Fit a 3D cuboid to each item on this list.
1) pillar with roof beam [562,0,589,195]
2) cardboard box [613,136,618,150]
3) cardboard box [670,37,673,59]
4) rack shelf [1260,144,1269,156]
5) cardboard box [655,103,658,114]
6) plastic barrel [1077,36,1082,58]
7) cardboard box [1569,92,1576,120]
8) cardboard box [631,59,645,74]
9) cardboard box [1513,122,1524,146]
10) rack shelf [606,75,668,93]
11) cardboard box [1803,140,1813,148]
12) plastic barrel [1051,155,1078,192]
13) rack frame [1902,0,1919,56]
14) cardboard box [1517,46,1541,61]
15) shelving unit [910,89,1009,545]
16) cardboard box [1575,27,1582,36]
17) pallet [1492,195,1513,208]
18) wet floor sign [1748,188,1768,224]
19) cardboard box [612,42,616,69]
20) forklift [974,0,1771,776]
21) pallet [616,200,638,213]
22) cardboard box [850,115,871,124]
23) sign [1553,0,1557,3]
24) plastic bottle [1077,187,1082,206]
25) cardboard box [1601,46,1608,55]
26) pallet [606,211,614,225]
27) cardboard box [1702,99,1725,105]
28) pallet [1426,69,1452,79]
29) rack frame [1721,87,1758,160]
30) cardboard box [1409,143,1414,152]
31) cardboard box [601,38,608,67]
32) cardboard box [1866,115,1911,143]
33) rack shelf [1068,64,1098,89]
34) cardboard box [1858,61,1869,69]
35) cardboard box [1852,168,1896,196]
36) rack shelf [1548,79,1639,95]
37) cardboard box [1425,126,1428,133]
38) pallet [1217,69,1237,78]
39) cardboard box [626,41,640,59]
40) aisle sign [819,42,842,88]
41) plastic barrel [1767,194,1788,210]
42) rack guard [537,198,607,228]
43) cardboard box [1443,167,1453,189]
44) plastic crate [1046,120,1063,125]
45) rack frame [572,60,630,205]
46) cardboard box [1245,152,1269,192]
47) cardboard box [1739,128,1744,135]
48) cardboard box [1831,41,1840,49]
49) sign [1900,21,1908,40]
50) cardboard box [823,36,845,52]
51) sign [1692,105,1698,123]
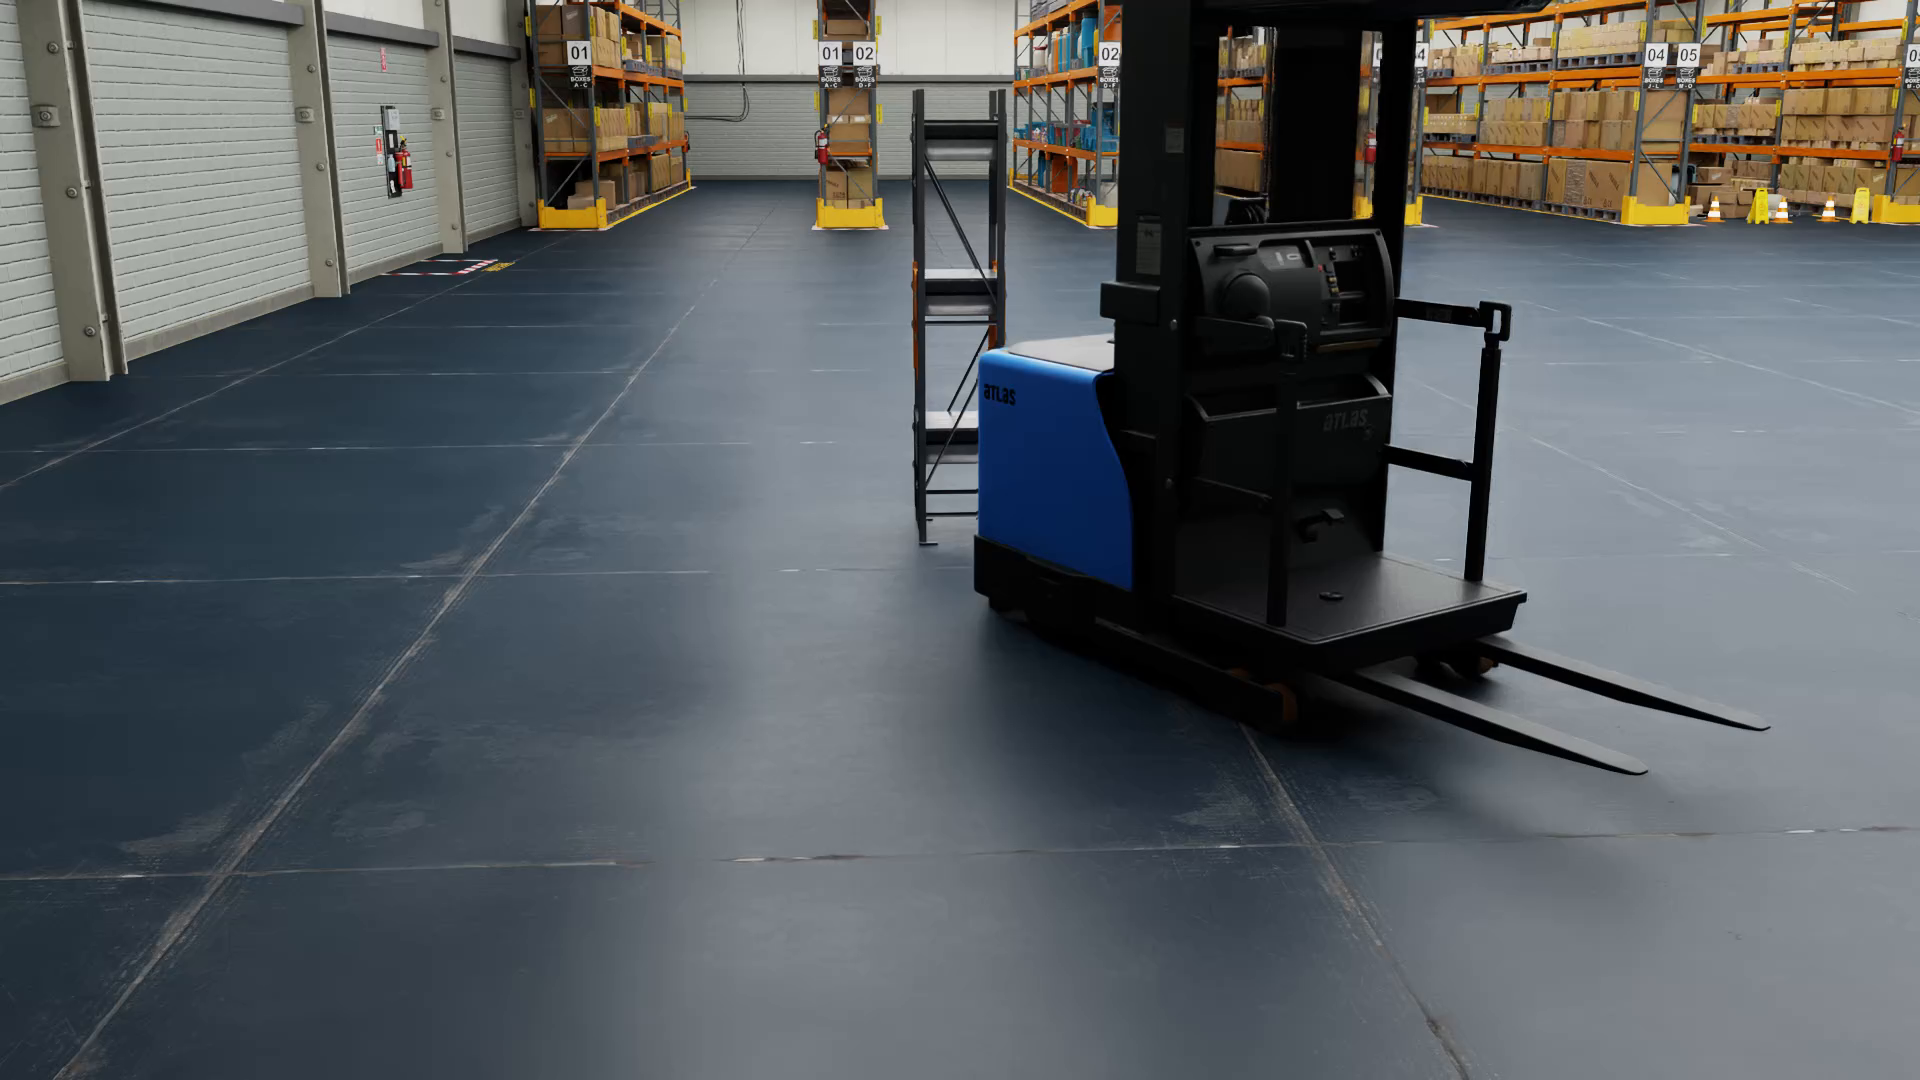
[{"bbox_3d":[-3.913,-11.663,35.295,9.100,9.000,0.400,-1,14,-3],"label":"pillar with roof beam"},{"bbox_3d":[-6.745,-7.483,31.349,0.500,0.250,0.500,-1,14,-3],"label":"cardboard box"},{"bbox_3d":[-7.477,-12.327,41.648,0.500,0.500,0.500,-1,14,-5],"label":"cardboard box"},{"bbox_3d":[7.529,-8.411,36.141,1.077,0.370,4.000,-1,14,-3],"label":"rack shelf"},{"bbox_3d":[-7.266,-9.968,38.404,0.500,0.250,0.500,-1,14,-3],"label":"cardboard box"},{"bbox_3d":[2.540,-9.786,32.953,0.421,0.512,0.421,0,14,0],"label":"plastic barrel"},{"bbox_3d":[12.748,-8.682,33.281,0.875,0.550,0.550,-1,14,-3],"label":"cardboard box"},{"bbox_3d":[-7.113,-10.272,36.048,0.500,0.311,0.500,-1,14,-3],"label":"cardboard box"},{"bbox_3d":[12.248,-8.739,35.771,0.500,0.500,0.500,-1,14,-3],"label":"cardboard box"},{"bbox_3d":[-7.551,-10.629,38.742,1.077,0.370,4.000,-1,14,-3],"label":"rack shelf"},{"bbox_3d":[17.338,-8.020,33.683,0.380,0.149,0.250,0,14,-2],"label":"cardboard box"},{"bbox_3d":[2.414,-8.454,38.377,0.600,0.830,0.708,-1,14,-3],"label":"plastic barrel"},{"bbox_3d":[17.791,-10.326,30.099,1.000,3.000,0.127,-1,14,-3],"label":"rack frame"},{"bbox_3d":[12.281,-10.407,35.571,0.500,0.311,0.500,-1,14,-5],"label":"cardboard box"},{"bbox_3d":[-0.010,-1.058,7.925,0.431,2.100,0.503,-1,14,-3],"label":"shelving unit"},{"bbox_3d":[12.341,-9.997,32.702,0.380,0.149,0.250,-1,14,-4],"label":"cardboard box"},{"bbox_3d":[12.408,-7.458,36.589,1.003,0.211,1.213,-1,14,-3],"label":"pallet"},{"bbox_3d":[14.835,-6.202,30.836,0.267,0.644,0.232,-3,15,-13],"label":"wet floor sign"},{"bbox_3d":[-6.882,-9.296,31.875,0.500,0.500,0.500,-2,15,-8],"label":"cardboard box"},{"bbox_3d":[1.301,-0.913,5.692,1.130,2.935,3.031,-10,17,-33],"label":"forklift"},{"bbox_3d":[-7.229,-6.876,34.326,1.003,0.211,1.213,-1,14,-3],"label":"pallet"},{"bbox_3d":[-1.796,-7.579,29.960,0.380,0.149,0.250,-1,14,-4],"label":"cardboard box"},{"bbox_3d":[16.246,-14.827,45.401,0.100,0.325,0.005,-1,14,-3],"label":"sign"},{"bbox_3d":[2.383,-6.756,32.697,0.144,0.351,0.185,-1,14,-4],"label":"plastic bottle"},{"bbox_3d":[12.420,-9.295,31.573,0.380,0.149,0.250,-1,14,-3],"label":"cardboard box"},{"bbox_3d":[-6.951,-5.909,30.568,1.003,0.211,1.213,-1,14,-3],"label":"pallet"},{"bbox_3d":[17.509,-10.069,38.933,0.500,0.500,0.500,-1,14,-5],"label":"cardboard box"},{"bbox_3d":[12.046,-11.510,41.097,1.213,0.211,1.003,-1,14,-3],"label":"pallet"},{"bbox_3d":[21.754,-11.477,46.613,1.000,3.000,0.127,-1,14,-3],"label":"rack frame"},{"bbox_3d":[8.121,-7.220,30.573,0.380,0.149,0.250,-1,14,-3],"label":"cardboard box"},{"bbox_3d":[-6.736,-8.899,30.332,0.500,0.500,0.500,0,14,-1],"label":"cardboard box"},{"bbox_3d":[17.483,-7.743,31.305,0.500,0.500,0.500,-1,14,-4],"label":"cardboard box"},{"bbox_3d":[2.833,-8.792,31.603,1.077,0.370,4.000,-1,14,-3],"label":"rack shelf"},{"bbox_3d":[17.448,-9.089,31.816,0.380,0.149,0.250,-1,14,-4],"label":"cardboard box"},{"bbox_3d":[17.482,-6.850,31.802,0.500,0.500,0.500,-1,14,-3],"label":"cardboard box"},{"bbox_3d":[16.924,-12.006,44.094,1.077,0.370,4.000,-1,14,-3],"label":"rack shelf"},{"bbox_3d":[11.714,-10.149,41.112,0.380,0.149,0.250,-1,14,-3],"label":"cardboard box"},{"bbox_3d":[7.117,-11.865,42.279,1.003,0.211,1.213,-1,14,-3],"label":"pallet"},{"bbox_3d":[-7.513,-10.859,37.108,0.700,0.500,0.500,-2,15,-8],"label":"cardboard box"},{"bbox_3d":[-2.276,-8.353,29.256,0.394,0.787,0.004,-1,14,-3],"label":"aisle sign"},{"bbox_3d":[16.152,-6.663,33.073,0.512,0.421,0.421,10,18,35],"label":"plastic barrel"},{"bbox_3d":[-6.936,-5.846,29.745,1.175,0.500,0.348,-1,14,-3],"label":"rack guard"},{"bbox_3d":[11.982,-8.721,40.076,0.500,0.500,0.500,-2,15,-6],"label":"cardboard box"},{"bbox_3d":[2.409,-10.461,42.416,0.402,0.464,0.583,-1,14,-3],"label":"plastic crate"},{"bbox_3d":[-7.179,-8.033,33.226,1.000,3.000,0.127,-1,14,-3],"label":"rack frame"},{"bbox_3d":[7.383,-8.603,38.865,1.225,0.875,0.875,-2,15,-6],"label":"cardboard box"},{"bbox_3d":[17.187,-8.874,36.159,0.380,0.149,0.250,-1,14,-3],"label":"cardboard box"},{"bbox_3d":[17.373,-9.726,32.691,0.380,0.149,0.250,-1,14,-4],"label":"cardboard box"},{"bbox_3d":[17.236,-9.298,30.348,0.100,0.325,0.005,-1,14,-3],"label":"sign"},{"bbox_3d":[-2.322,-9.049,30.333,0.500,0.250,0.500,-1,14,-3],"label":"cardboard box"},{"bbox_3d":[13.411,-7.783,30.361,0.100,0.325,0.005,-1,14,-3],"label":"sign"}]
